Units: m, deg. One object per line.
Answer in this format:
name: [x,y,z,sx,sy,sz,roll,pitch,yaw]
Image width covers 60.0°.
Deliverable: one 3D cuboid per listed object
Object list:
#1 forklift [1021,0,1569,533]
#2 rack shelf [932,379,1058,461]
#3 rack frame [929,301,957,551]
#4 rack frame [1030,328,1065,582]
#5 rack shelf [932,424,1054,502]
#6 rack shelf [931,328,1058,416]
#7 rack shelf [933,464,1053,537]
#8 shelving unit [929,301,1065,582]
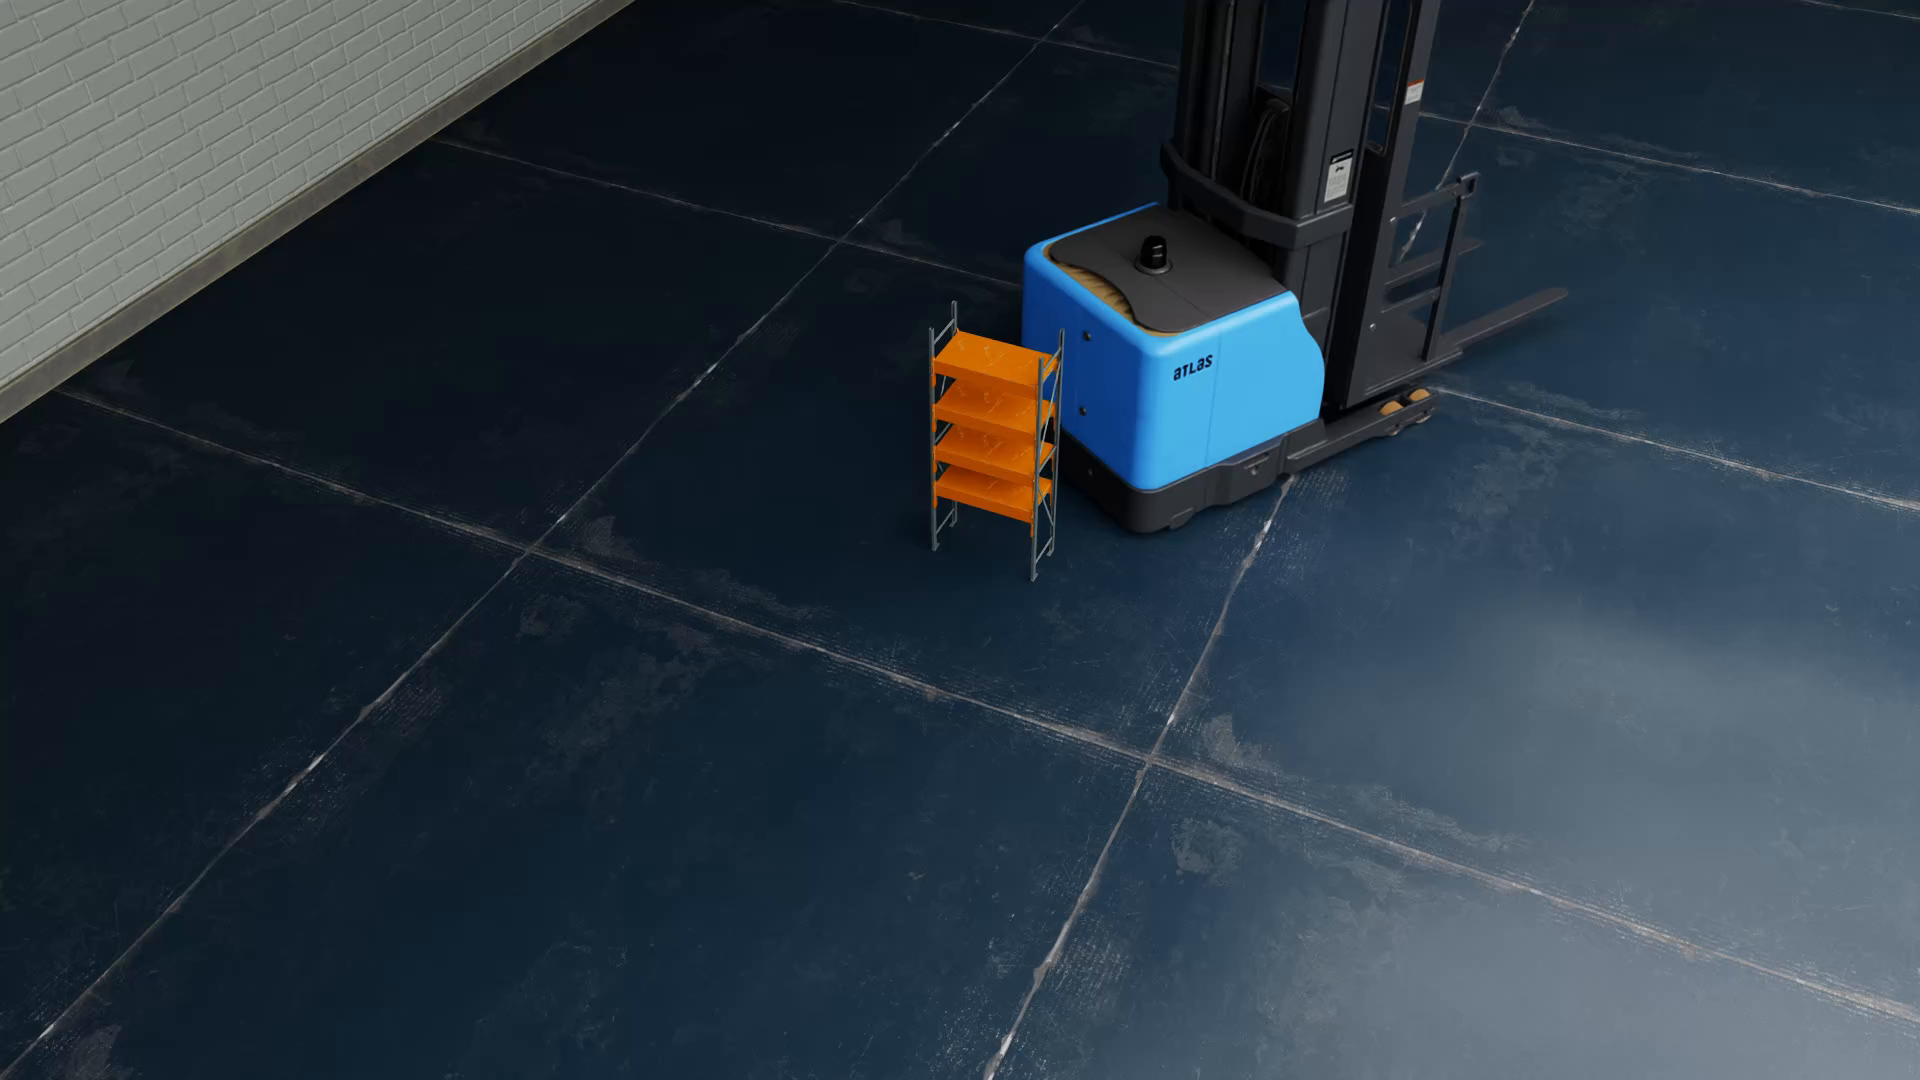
forklift: [1.784,-1.891,7.577,3.031,2.935,1.130,-23,46,-25]
rack shelf: [0.150,-0.526,7.086,0.480,0.148,0.258,17,44,19]
rack frame: [-0.071,-0.475,7.266,0.015,1.200,0.240,17,44,19]
rack frame: [0.371,-0.340,7.110,0.015,1.200,0.240,17,44,19]
rack shelf: [0.150,-0.357,7.232,0.480,0.148,0.258,17,44,19]
rack shelf: [0.150,-0.705,6.931,0.480,0.148,0.258,17,44,19]
rack shelf: [0.150,-0.207,7.362,0.480,0.148,0.258,17,44,19]
shelving unit: [0.150,-0.408,7.188,0.503,1.200,0.258,17,44,19]
